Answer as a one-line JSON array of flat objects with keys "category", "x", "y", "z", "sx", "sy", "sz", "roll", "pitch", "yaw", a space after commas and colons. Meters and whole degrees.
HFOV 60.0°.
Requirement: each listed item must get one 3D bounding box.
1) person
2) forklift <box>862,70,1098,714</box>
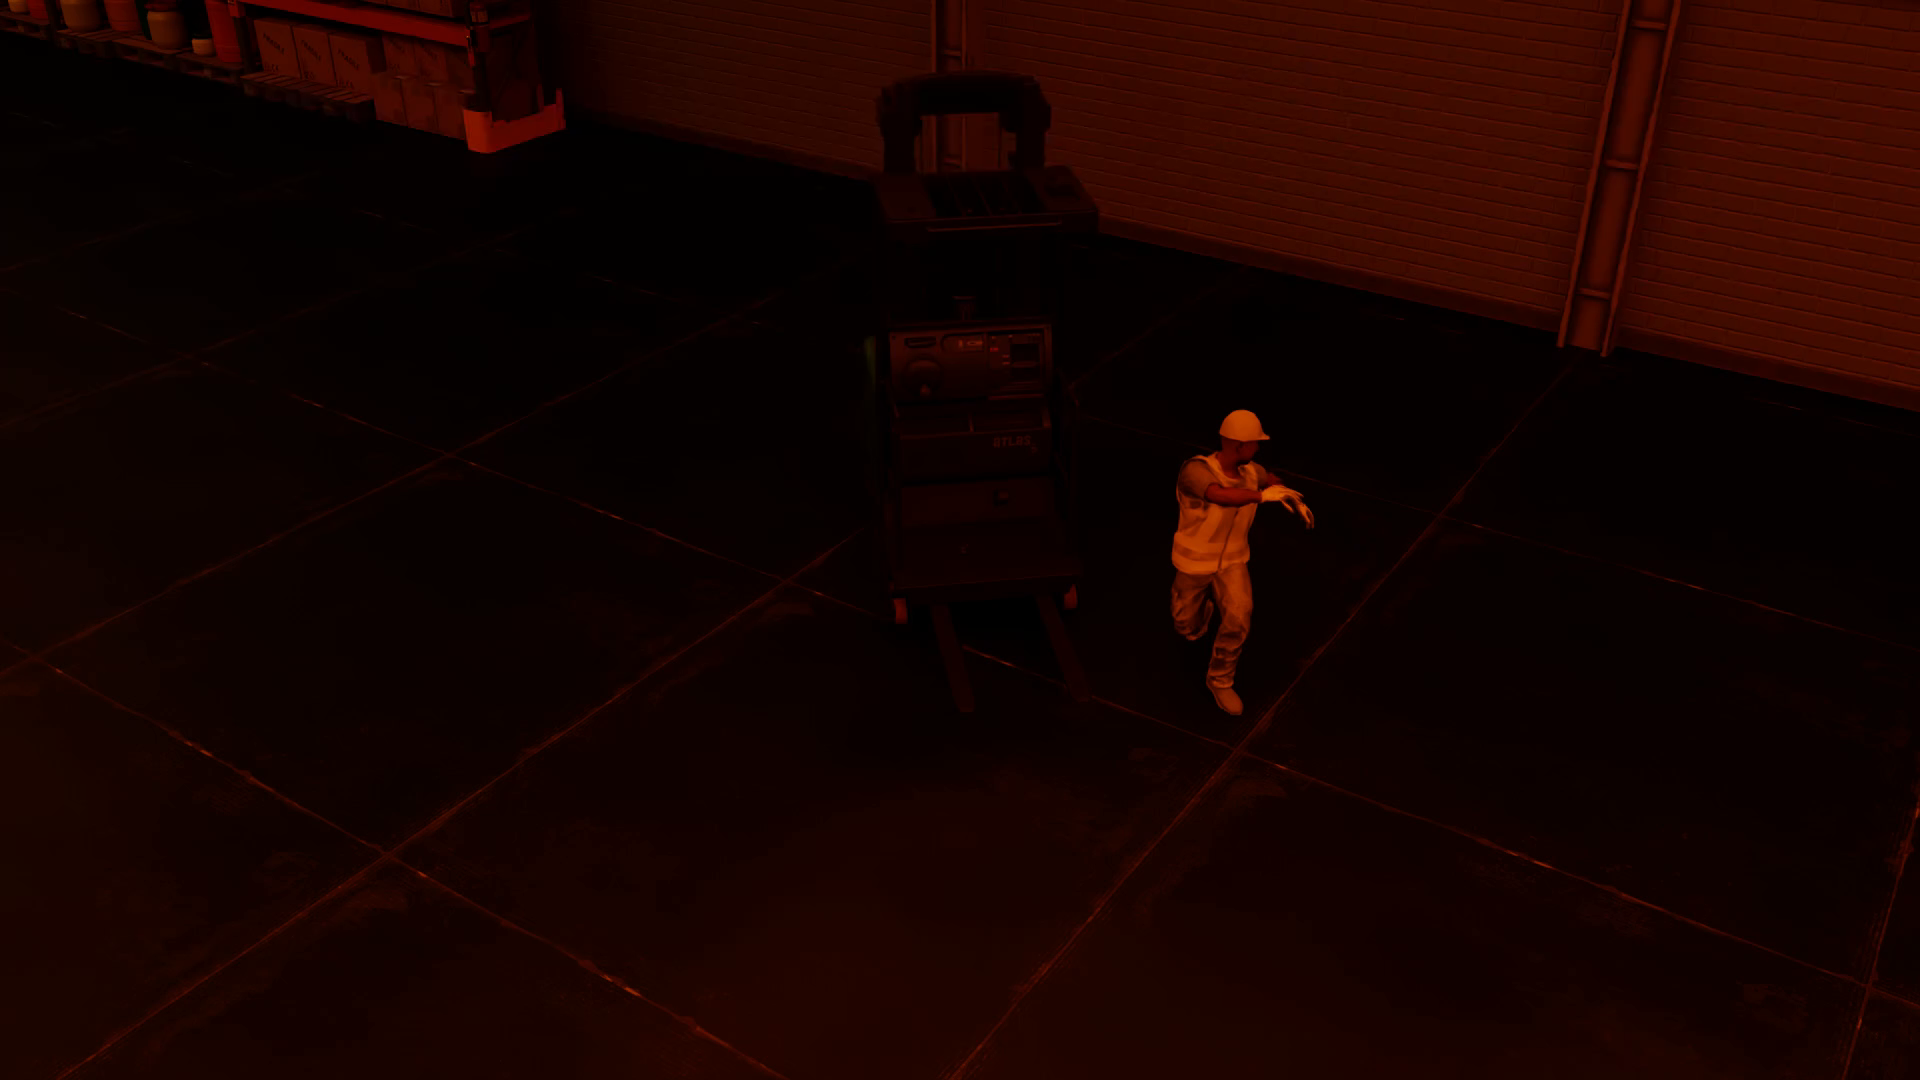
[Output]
[{"category": "person", "x": 1.579, "y": 0.047, "z": 8.949, "sx": 0.894, "sy": 1.561, "sz": 0.960, "roll": -5, "pitch": 31, "yaw": -8}, {"category": "forklift", "x": 0.101, "y": -0.965, "z": 9.243, "sx": 1.130, "sy": 2.935, "sz": 3.031, "roll": -5, "pitch": 30, "yaw": -8}]
